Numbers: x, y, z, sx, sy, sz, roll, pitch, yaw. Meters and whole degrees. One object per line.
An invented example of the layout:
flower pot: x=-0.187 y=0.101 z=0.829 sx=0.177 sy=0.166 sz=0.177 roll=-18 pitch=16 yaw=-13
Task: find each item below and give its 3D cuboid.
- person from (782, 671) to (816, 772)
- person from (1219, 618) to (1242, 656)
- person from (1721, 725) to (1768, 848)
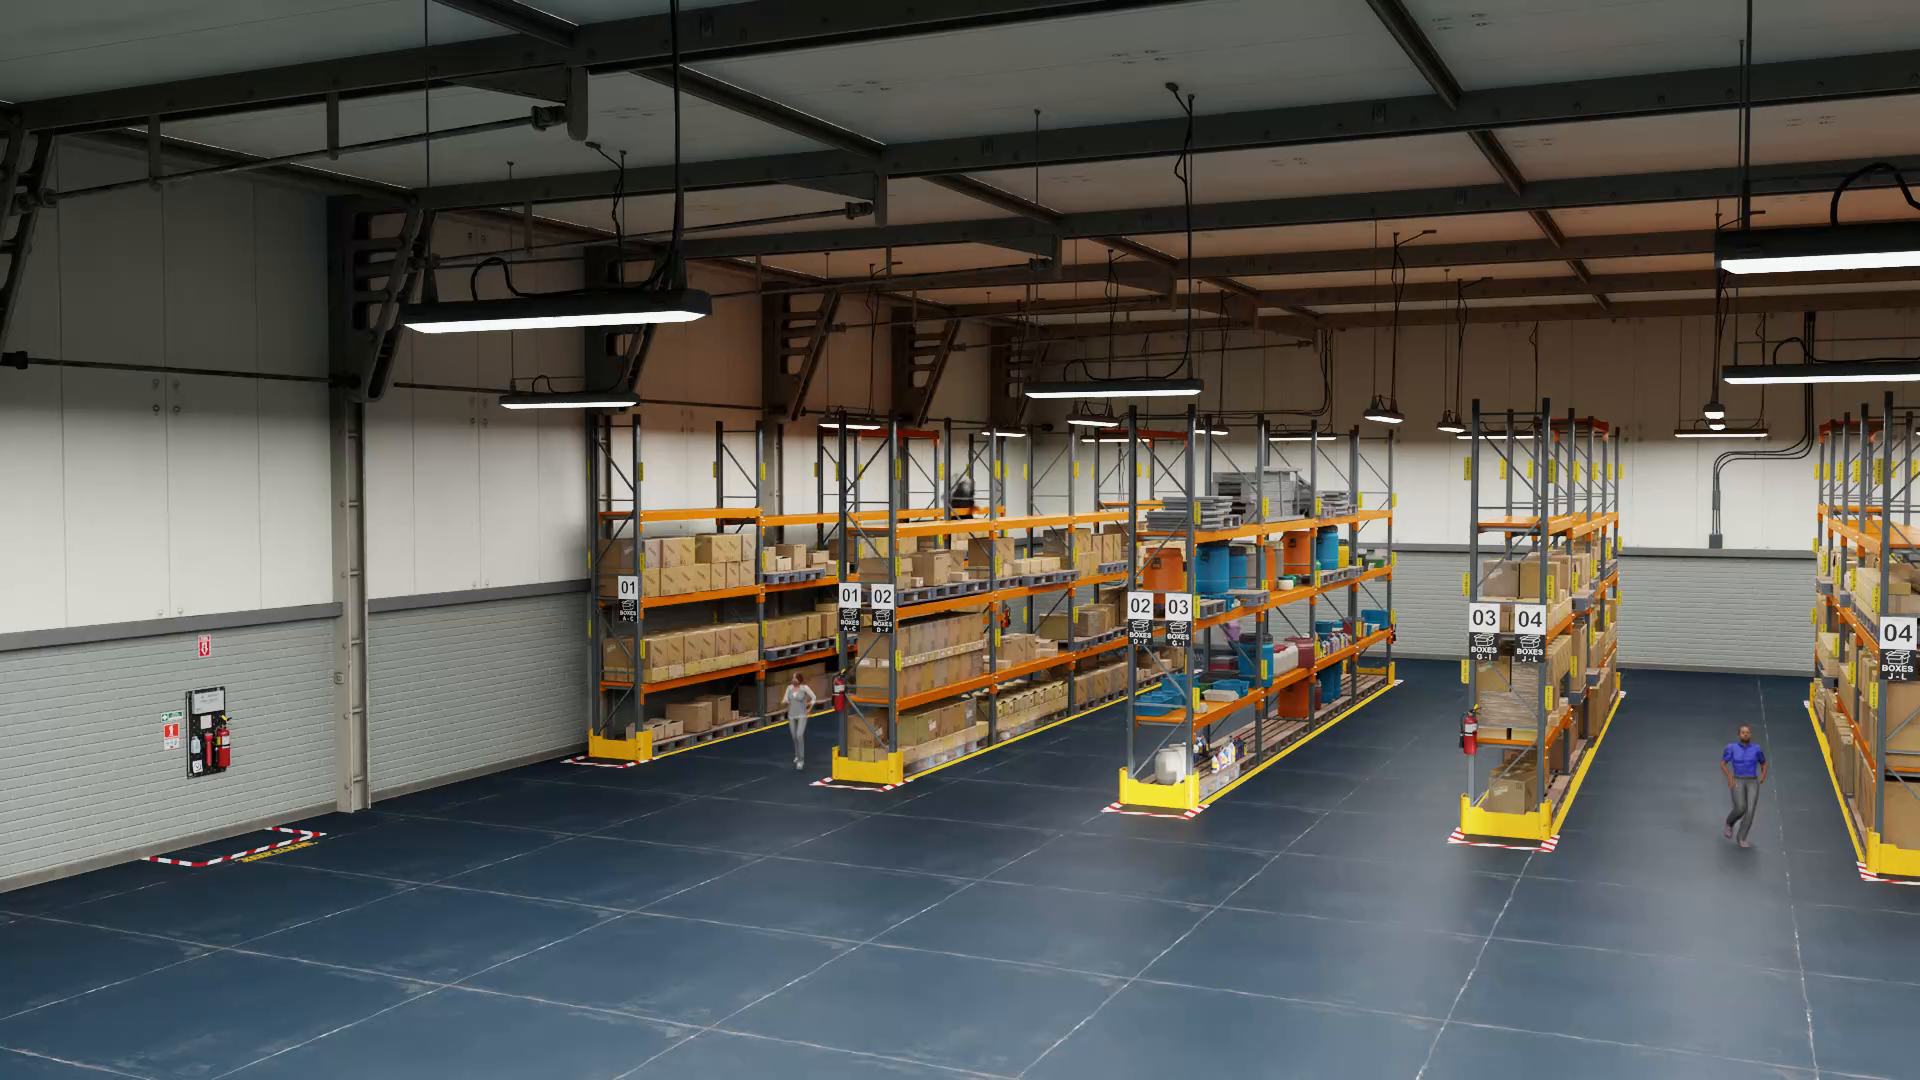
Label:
person: x=-2.733 y=3.037 z=28.063 sx=0.545 sy=1.653 sz=0.657 roll=1 pitch=2 yaw=18
person: x=6.780 y=2.508 z=41.273 sx=0.586 sy=1.583 sz=0.760 roll=-1 pitch=3 yaw=-25
person: x=10.540 y=3.293 z=22.286 sx=0.576 sy=1.601 sz=0.491 roll=1 pitch=2 yaw=12
